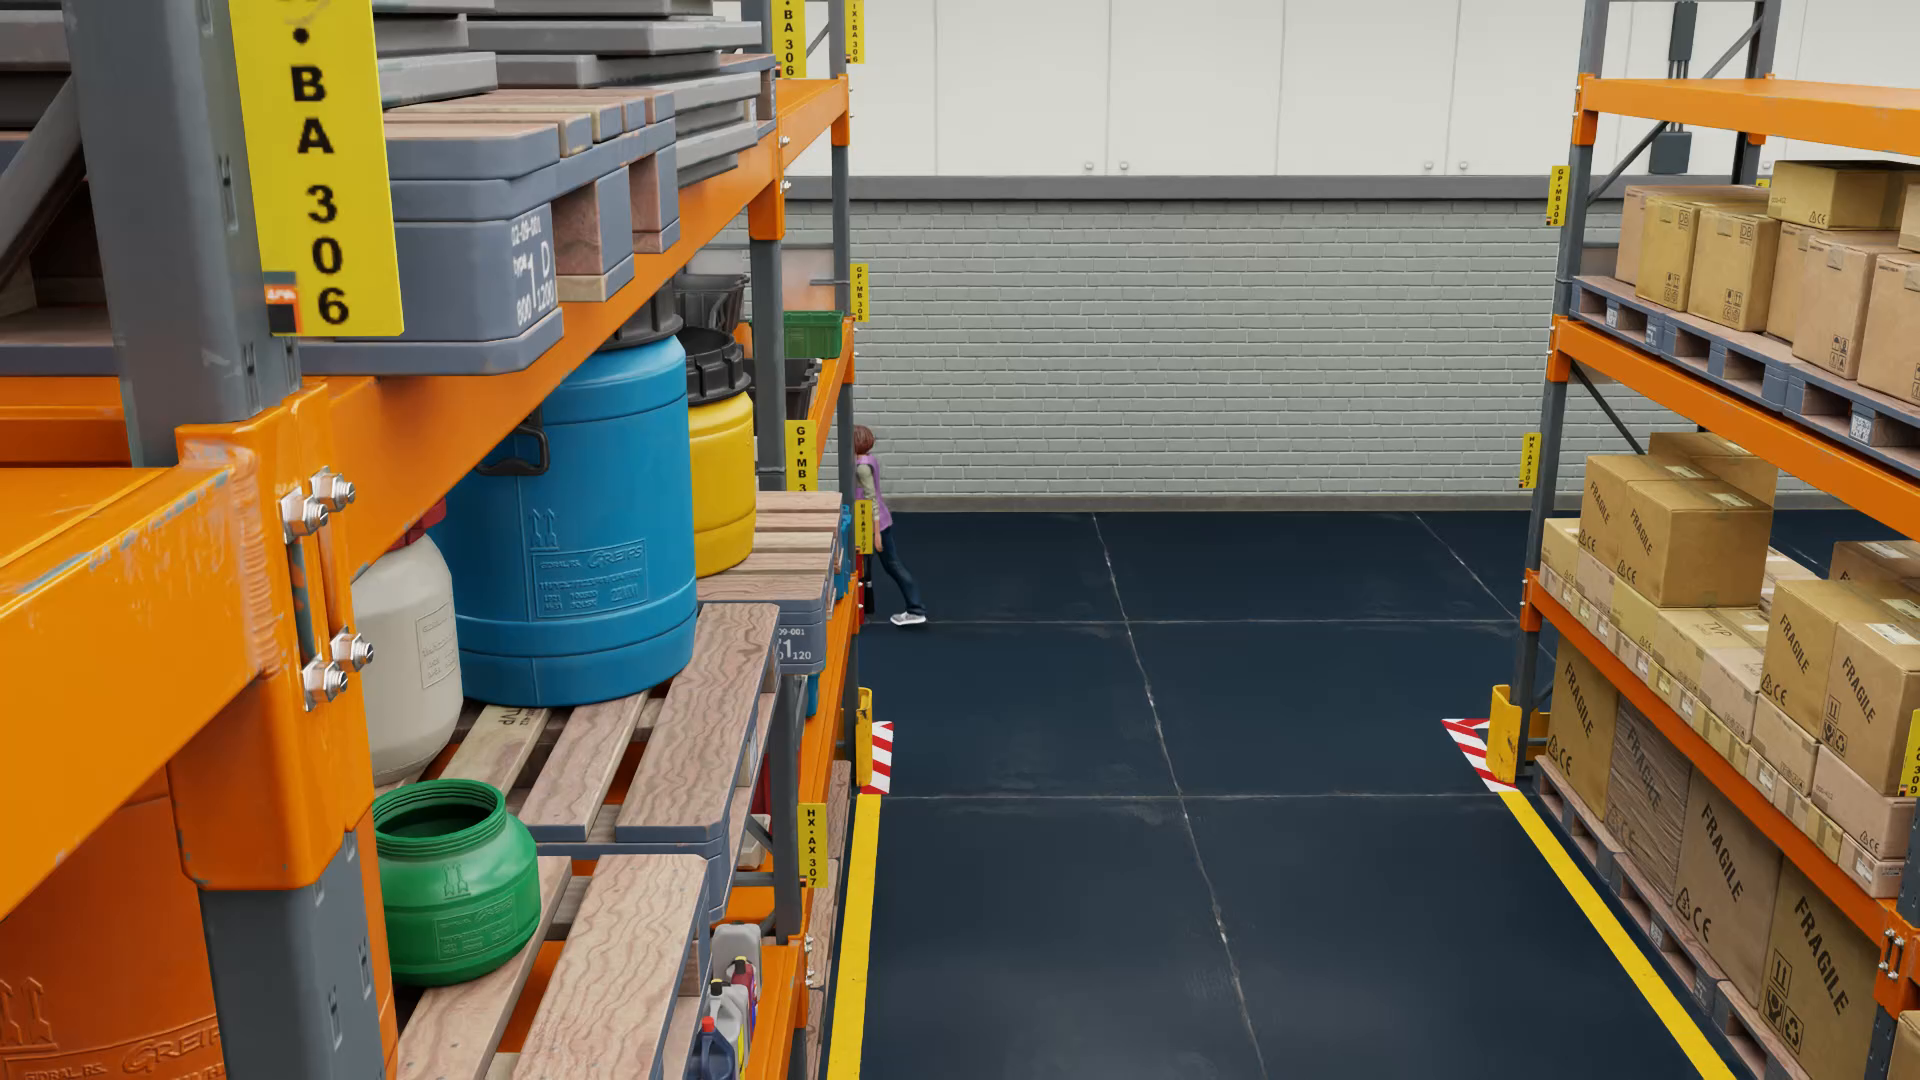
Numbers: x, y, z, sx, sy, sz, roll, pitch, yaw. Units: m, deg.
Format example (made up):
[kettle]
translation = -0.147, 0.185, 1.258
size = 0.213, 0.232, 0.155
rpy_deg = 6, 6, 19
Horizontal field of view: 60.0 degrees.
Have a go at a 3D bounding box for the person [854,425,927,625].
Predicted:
[person]
translation = -0.715, -0.114, 12.412
size = 0.954, 1.530, 0.443
rpy_deg = 4, 18, 12
